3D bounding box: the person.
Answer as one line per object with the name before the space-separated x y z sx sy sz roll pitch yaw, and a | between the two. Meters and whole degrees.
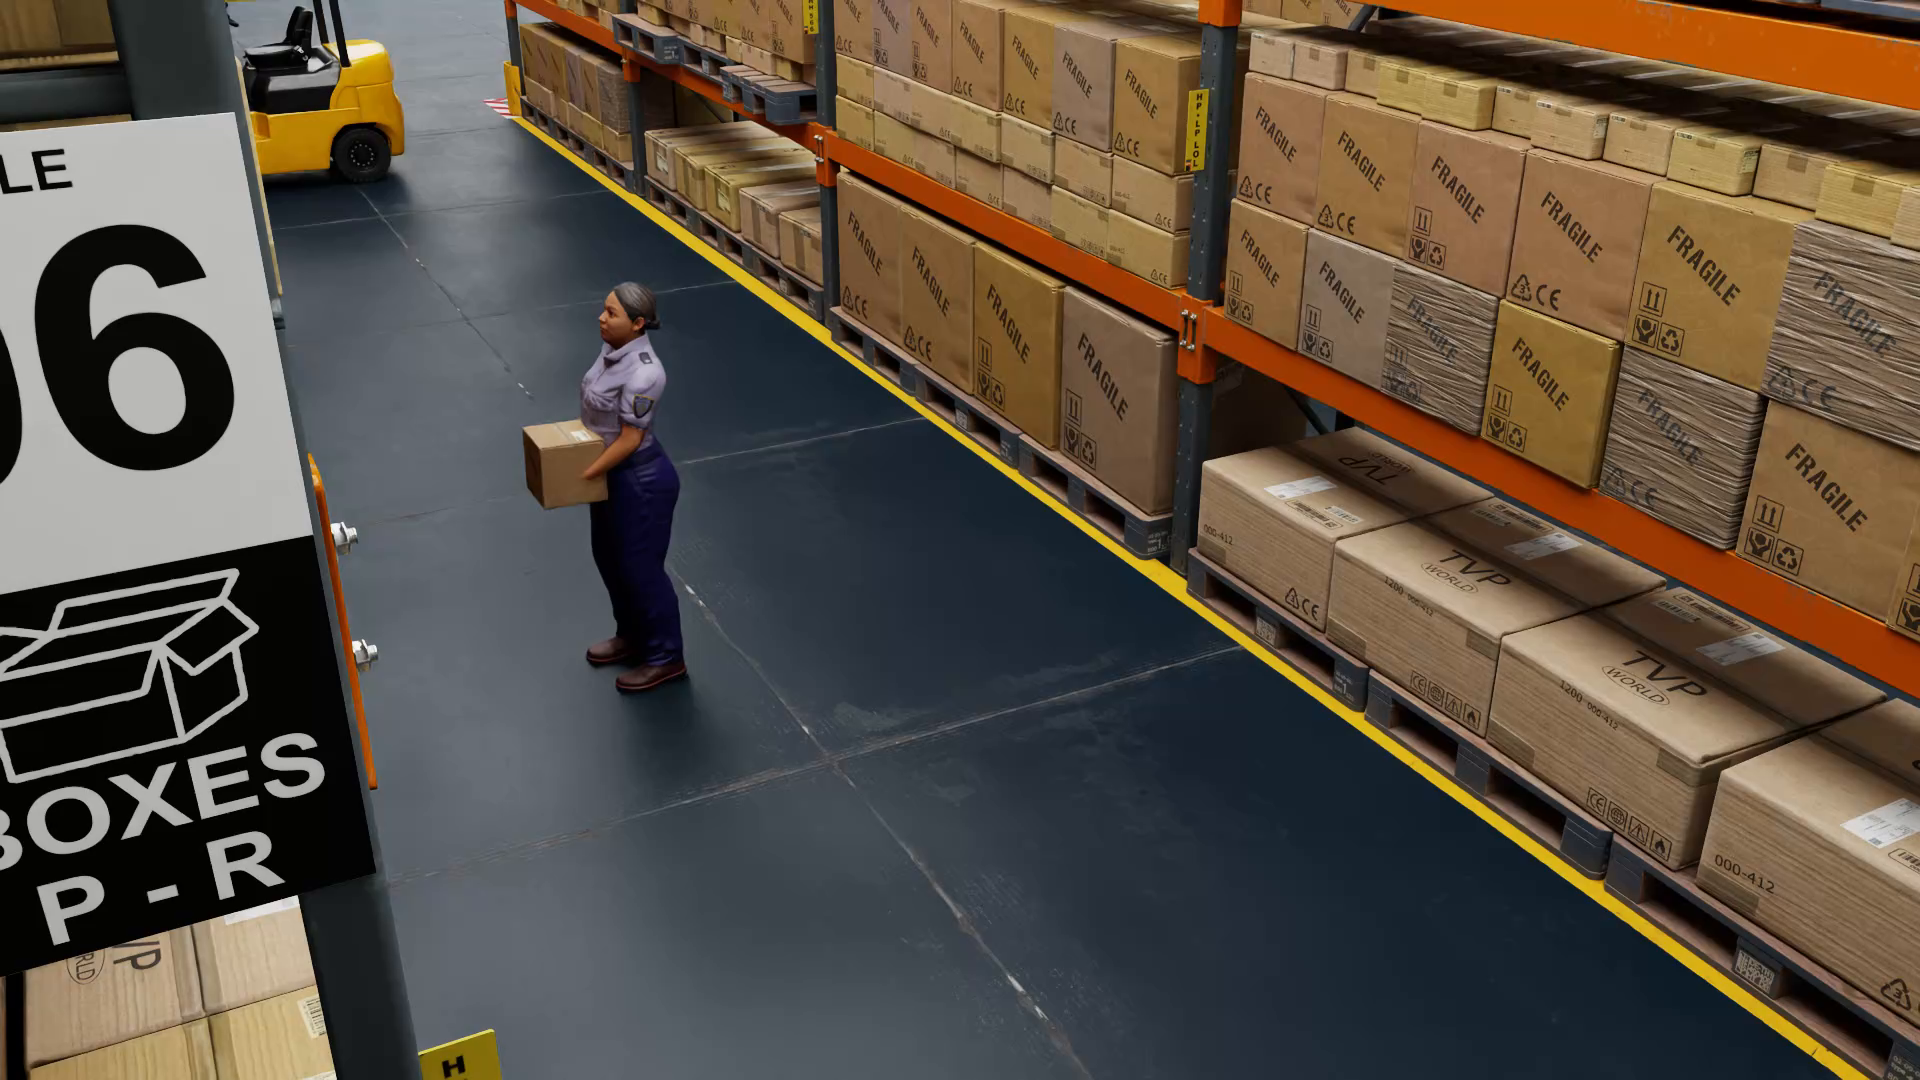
person | -1.375 -0.205 6.557 0.511 1.643 0.455 -12 28 -23
